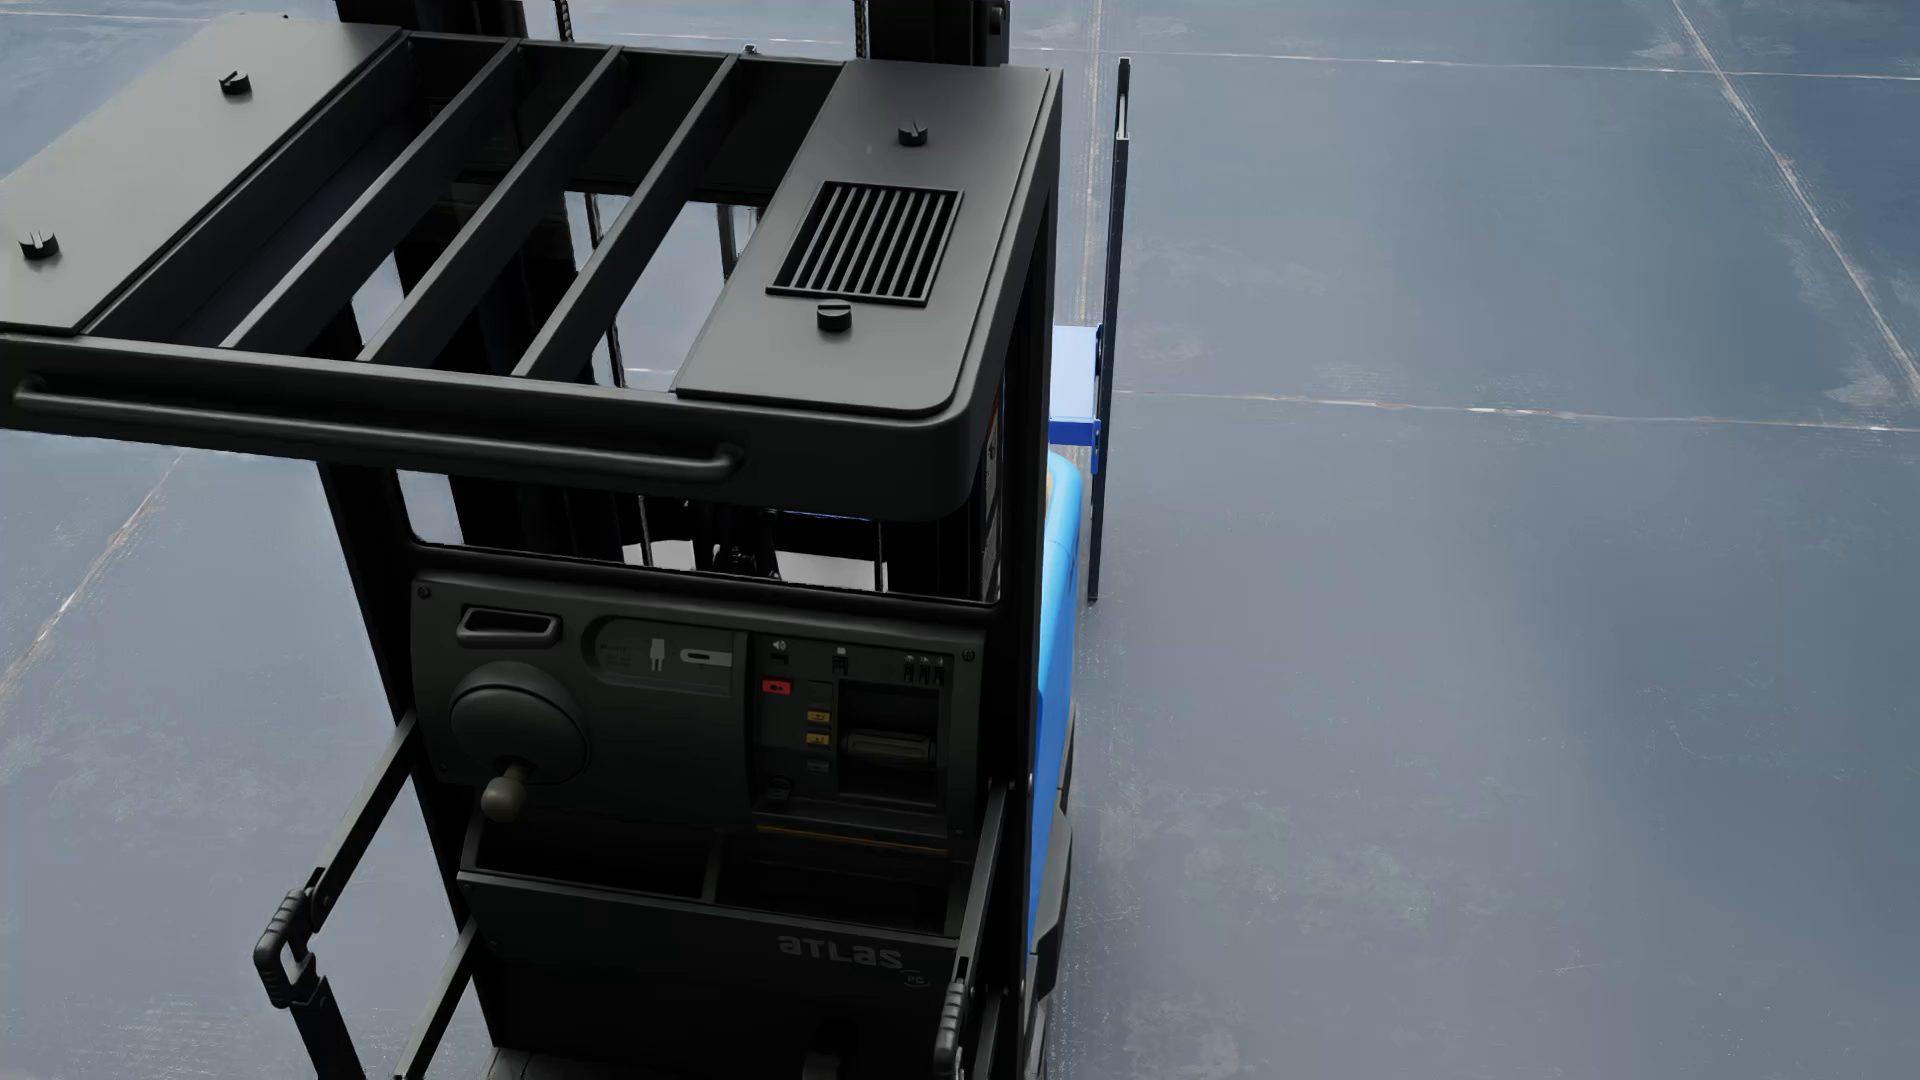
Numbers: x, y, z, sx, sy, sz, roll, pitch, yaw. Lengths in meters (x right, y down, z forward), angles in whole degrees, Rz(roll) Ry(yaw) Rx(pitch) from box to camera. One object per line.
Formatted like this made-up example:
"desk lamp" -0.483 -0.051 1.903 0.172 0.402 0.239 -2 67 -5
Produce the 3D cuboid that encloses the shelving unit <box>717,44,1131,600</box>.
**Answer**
"shelving unit" -0.085 -0.586 4.782 1.048 1.500 0.538 3 39 4

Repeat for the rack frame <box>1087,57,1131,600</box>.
"rack frame" 0.421 -0.559 4.748 0.032 1.500 0.500 3 39 4

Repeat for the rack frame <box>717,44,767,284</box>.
"rack frame" -0.591 -0.614 4.816 0.032 1.500 0.500 3 39 4

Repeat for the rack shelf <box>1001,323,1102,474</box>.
"rack shelf" -0.085 -0.447 4.896 1.000 0.185 0.538 3 39 4

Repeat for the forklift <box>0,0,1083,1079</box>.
"forklift" -0.459 0.359 2.487 1.130 2.935 3.031 6 40 7
